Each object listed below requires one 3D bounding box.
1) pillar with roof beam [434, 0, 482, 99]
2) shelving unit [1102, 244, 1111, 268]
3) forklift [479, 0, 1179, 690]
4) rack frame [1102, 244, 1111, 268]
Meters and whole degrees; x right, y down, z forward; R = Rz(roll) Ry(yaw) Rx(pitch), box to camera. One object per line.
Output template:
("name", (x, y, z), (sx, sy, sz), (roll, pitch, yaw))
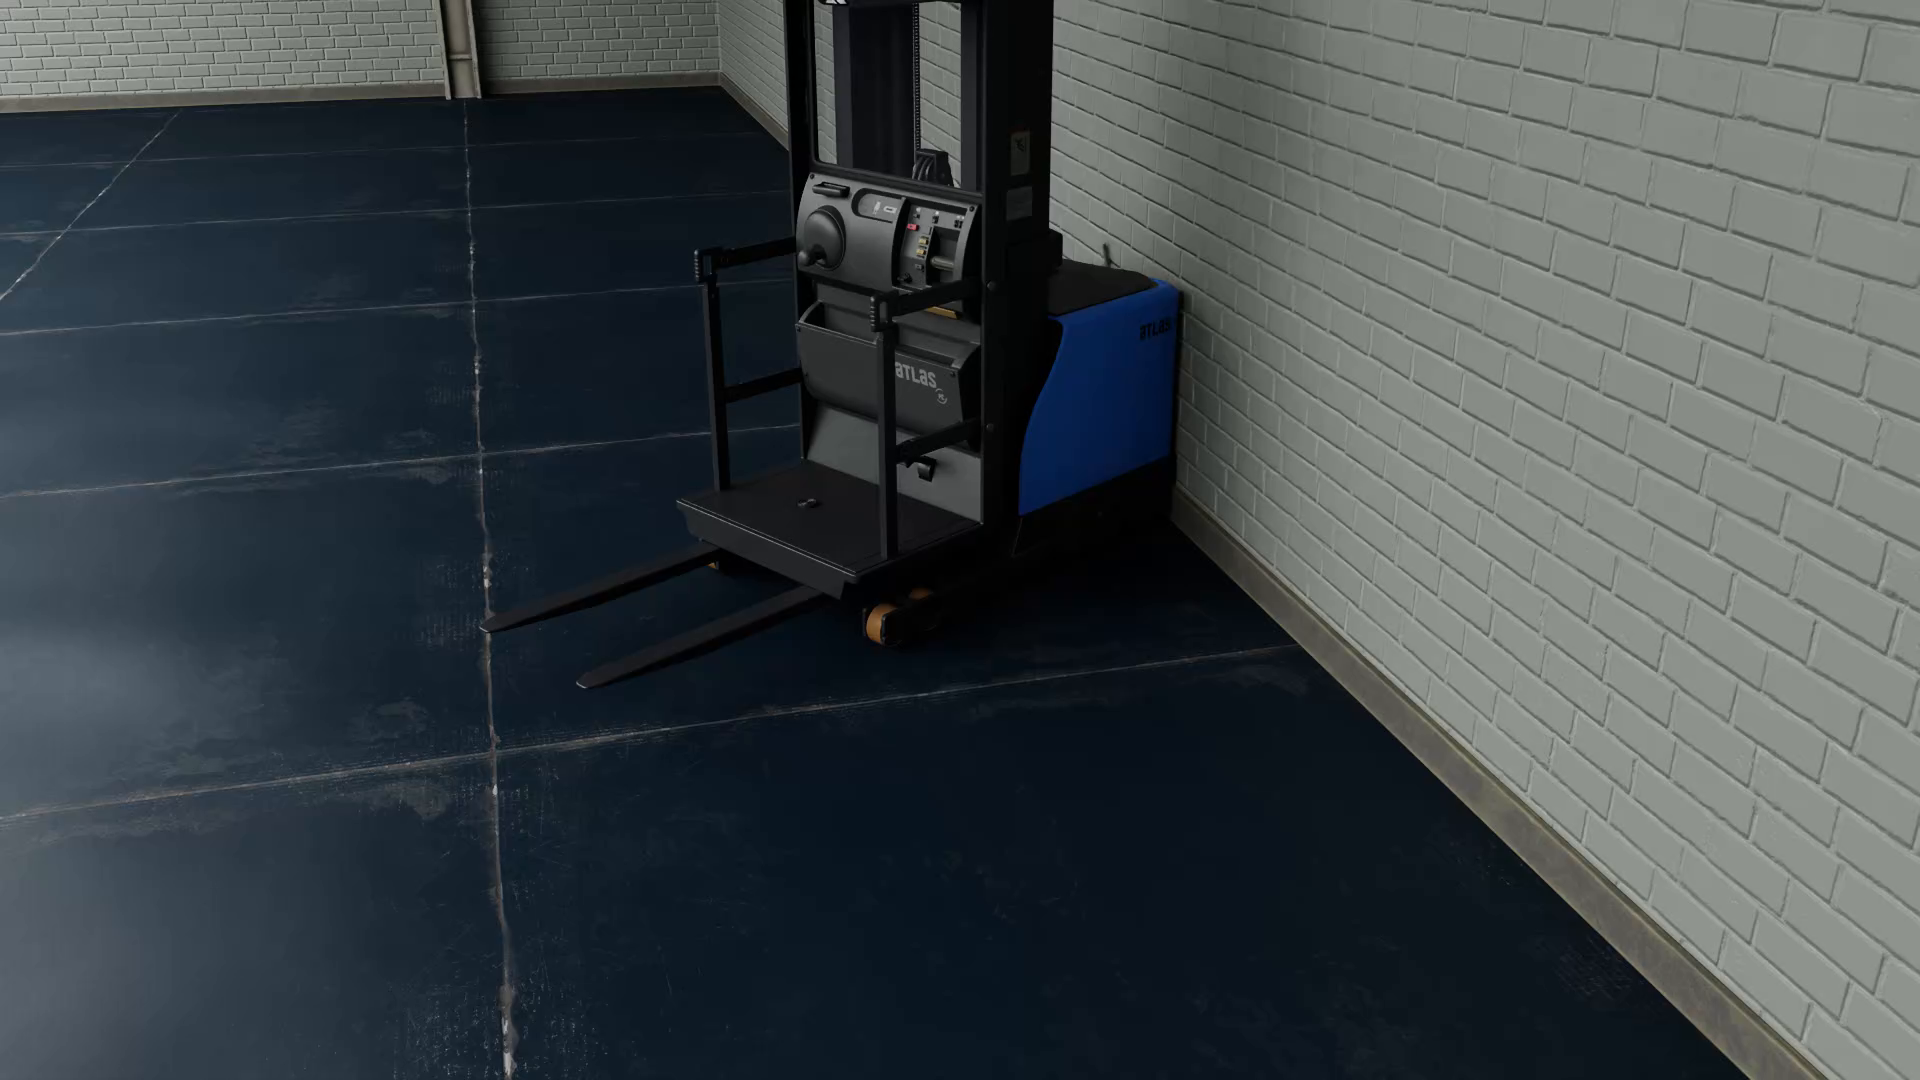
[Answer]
("pillar with roof beam", (-4.544, -7.602, 13.556), (0.400, 9.000, 9.100), (-6, 24, -14))
("shelving unit", (0.520, -0.787, 7.820), (0.503, 1.200, 0.258), (-5, -17, -15))
("forklift", (-0.436, -1.168, 6.256), (1.130, 2.935, 3.031), (21, 31, 40))
("rack frame", (0.756, -0.807, 7.881), (0.015, 1.200, 0.240), (-5, -17, -15))
